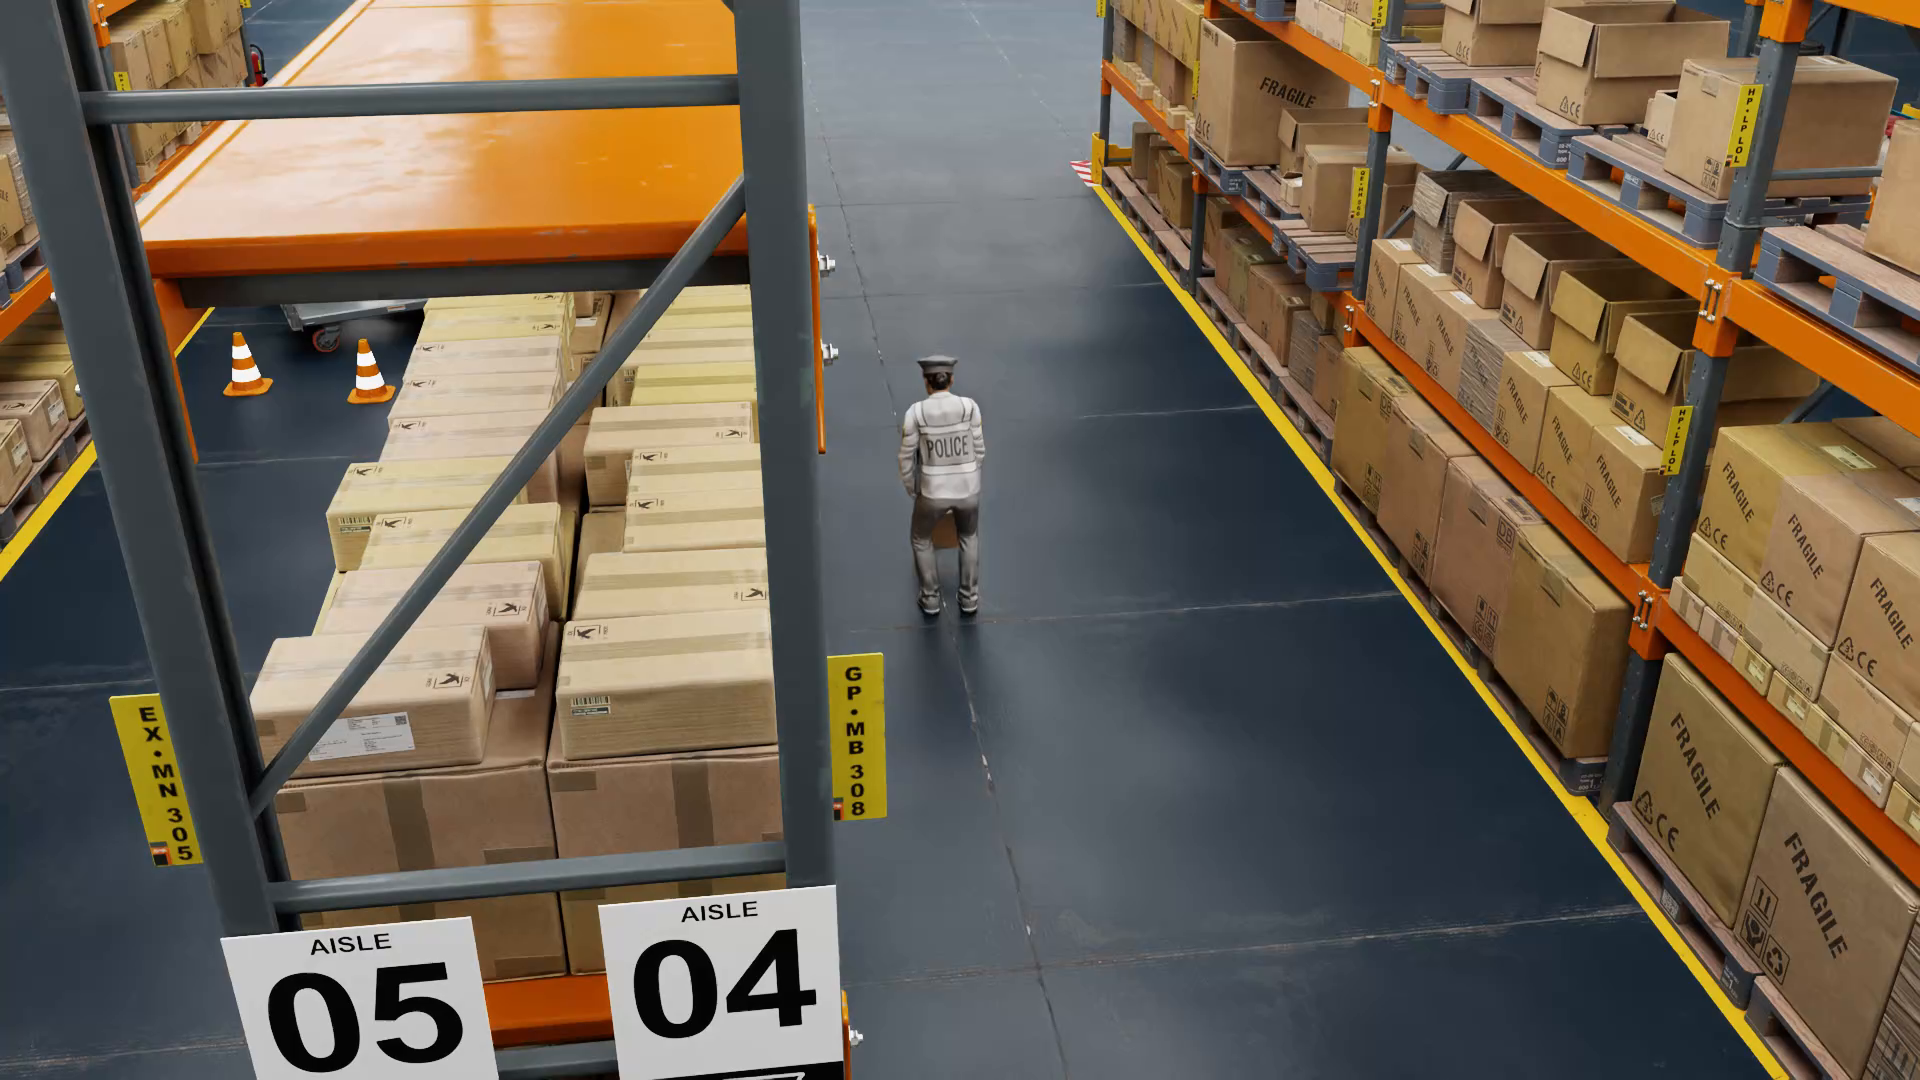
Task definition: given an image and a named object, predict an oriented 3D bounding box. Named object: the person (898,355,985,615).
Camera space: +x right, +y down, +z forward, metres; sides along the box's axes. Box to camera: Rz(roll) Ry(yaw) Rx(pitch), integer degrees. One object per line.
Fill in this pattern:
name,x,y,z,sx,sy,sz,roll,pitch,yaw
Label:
person,-0.109,-0.311,9.802,0.516,1.576,0.526,-3,28,-7
